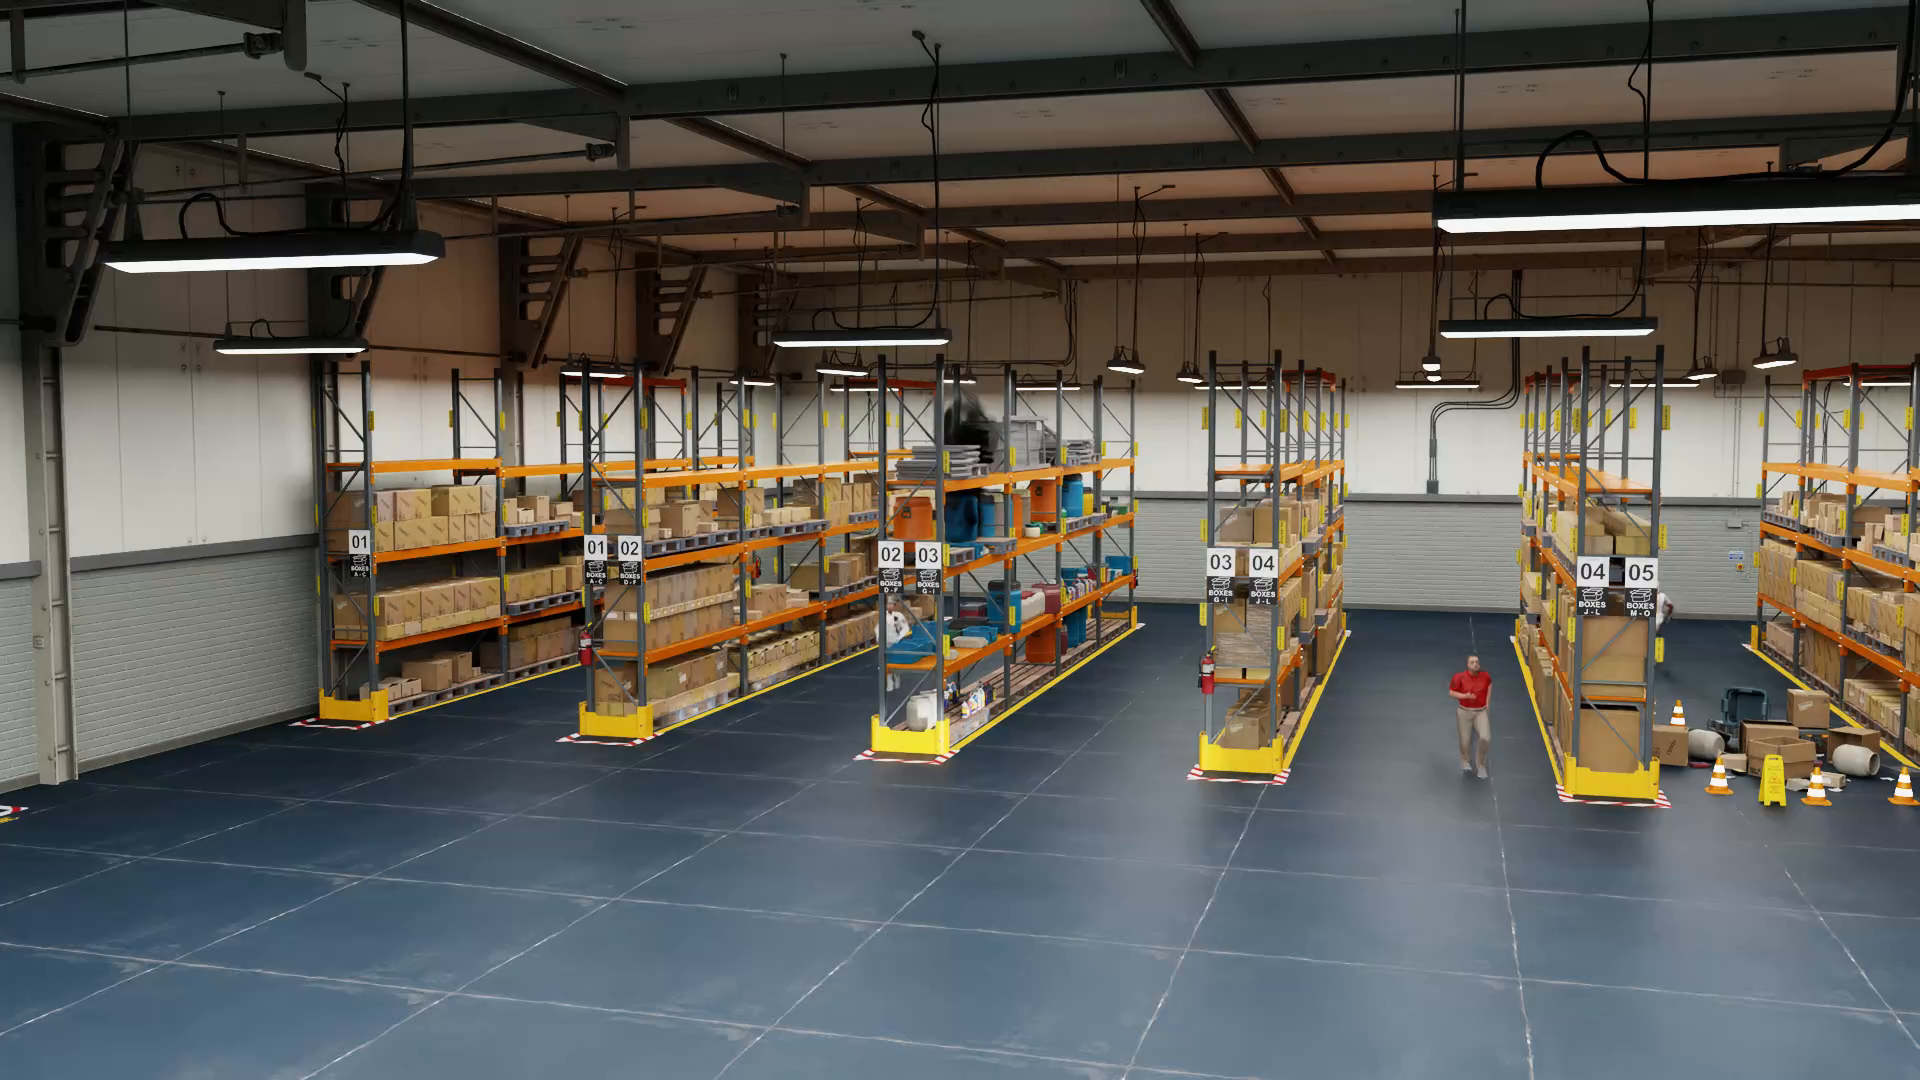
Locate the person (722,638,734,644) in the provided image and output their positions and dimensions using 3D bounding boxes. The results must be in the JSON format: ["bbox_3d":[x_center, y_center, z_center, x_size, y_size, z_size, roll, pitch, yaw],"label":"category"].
[{"bbox_3d":[-4.809,1.656,34.578,0.656,1.783,0.899,1,4,11],"label":"person"}]

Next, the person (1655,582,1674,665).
[{"bbox_3d":[14.229,1.672,34.205,0.667,1.741,0.638,0,4,3],"label":"person"}]

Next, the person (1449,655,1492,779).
[{"bbox_3d":[7.206,2.491,23.447,0.641,1.755,0.790,0,4,4],"label":"person"}]

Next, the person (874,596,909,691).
[{"bbox_3d":[-1.221,1.807,29.044,0.611,1.661,0.527,1,4,12],"label":"person"}]
